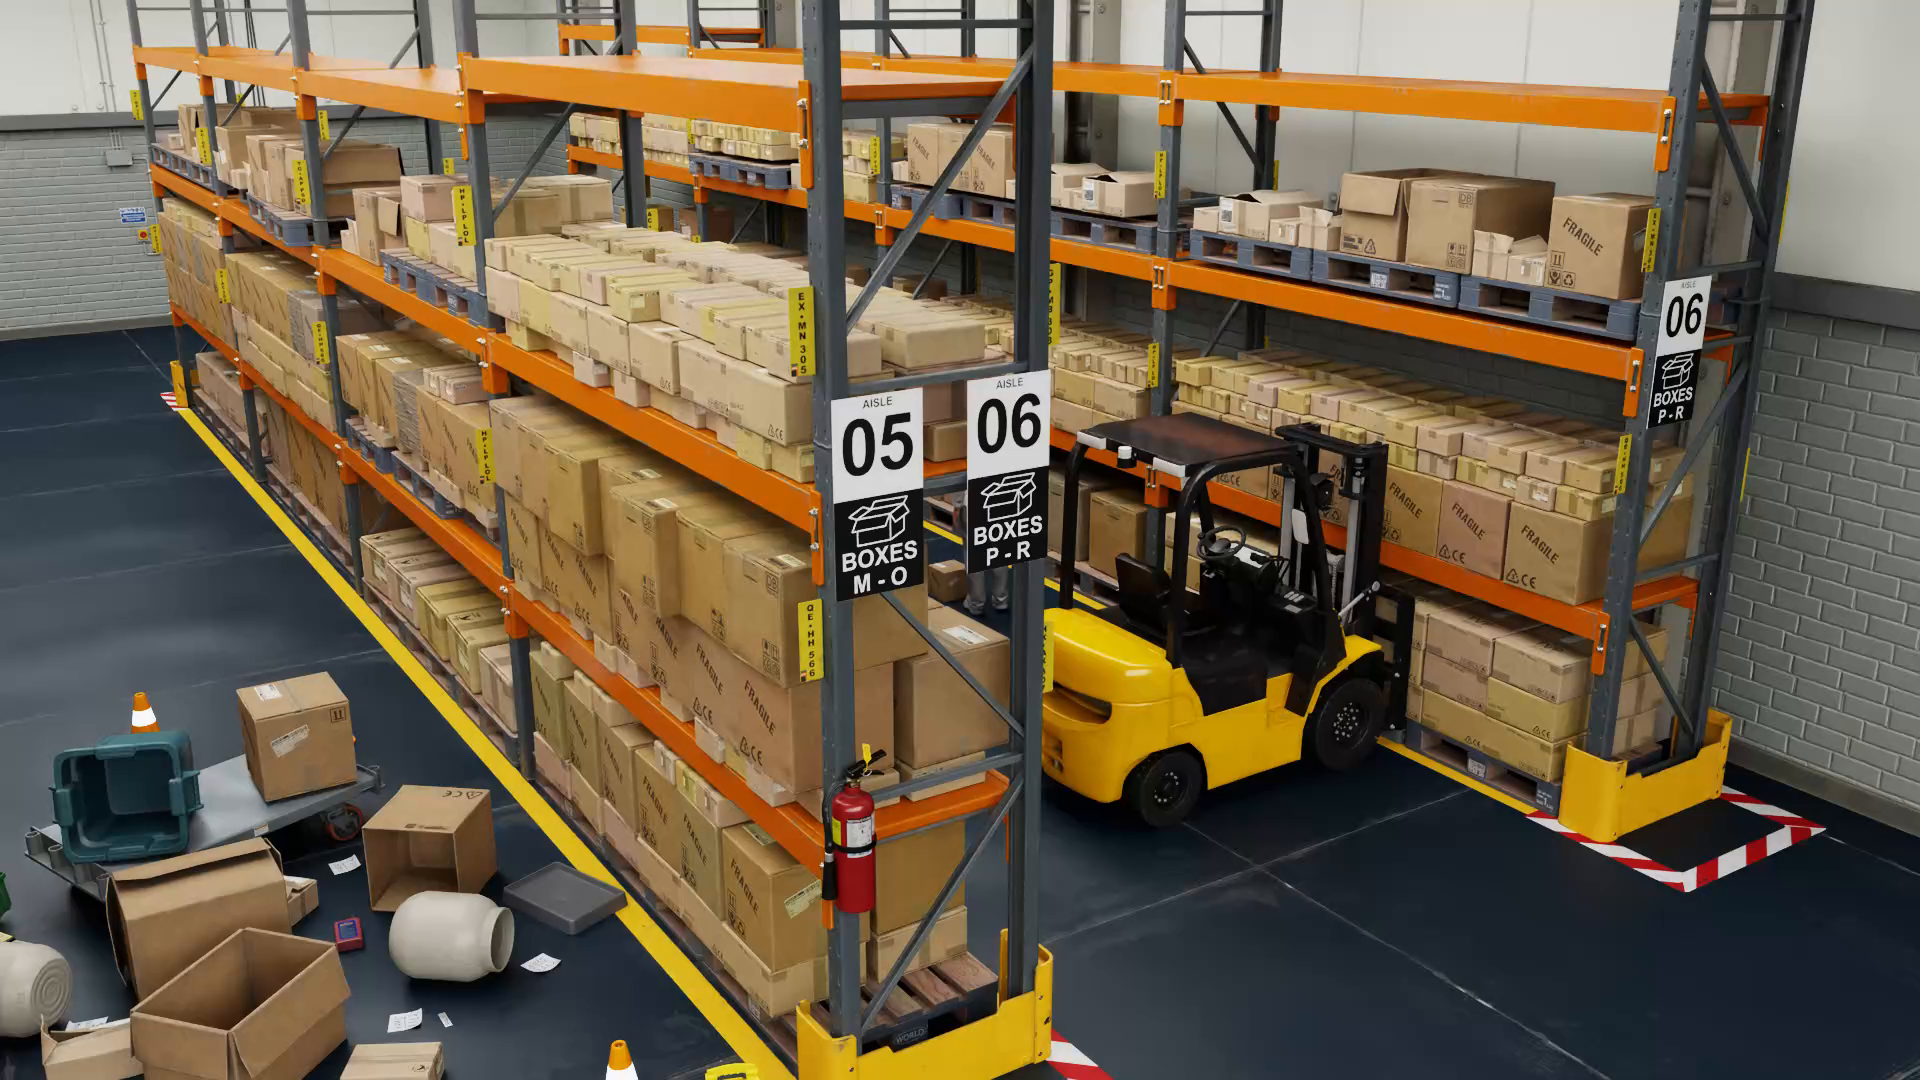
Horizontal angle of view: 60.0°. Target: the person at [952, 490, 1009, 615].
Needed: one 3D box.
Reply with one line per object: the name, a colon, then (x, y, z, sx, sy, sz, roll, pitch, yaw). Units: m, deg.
person: (0.170, -0.271, 12.853, 0.548, 1.808, 0.413, -8, 19, -23)
